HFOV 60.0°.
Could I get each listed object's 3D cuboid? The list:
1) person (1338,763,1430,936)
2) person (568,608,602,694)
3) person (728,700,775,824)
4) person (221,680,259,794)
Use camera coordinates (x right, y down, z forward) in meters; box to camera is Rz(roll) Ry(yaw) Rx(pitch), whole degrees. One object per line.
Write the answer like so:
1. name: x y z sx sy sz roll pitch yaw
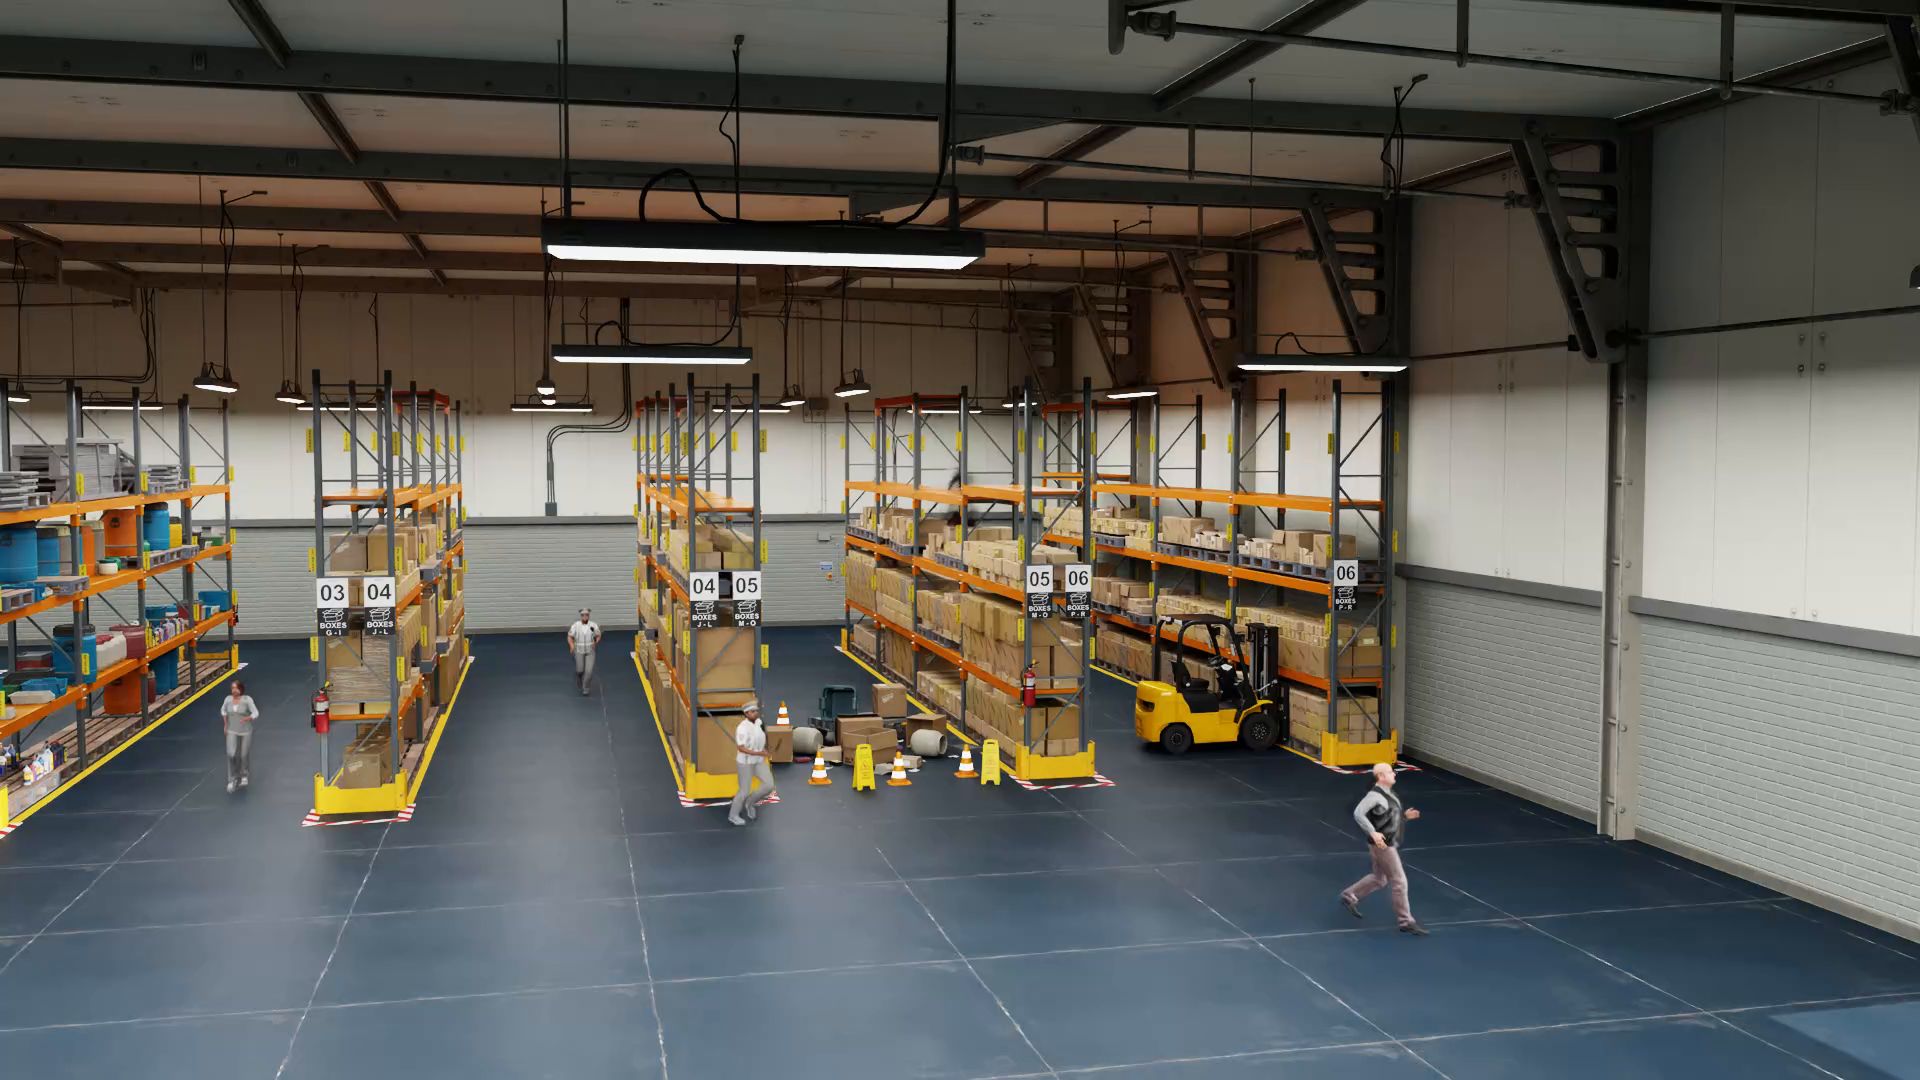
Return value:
1. person: 4.348 3.133 17.042 0.969 1.707 0.656 2 4 26
2. person: -7.501 2.214 33.276 0.664 1.730 0.601 -1 3 -17
3. person: -2.701 2.907 21.796 0.756 1.656 0.596 3 4 41
4. person: -10.380 2.821 23.967 0.530 1.621 0.700 -1 3 -16
